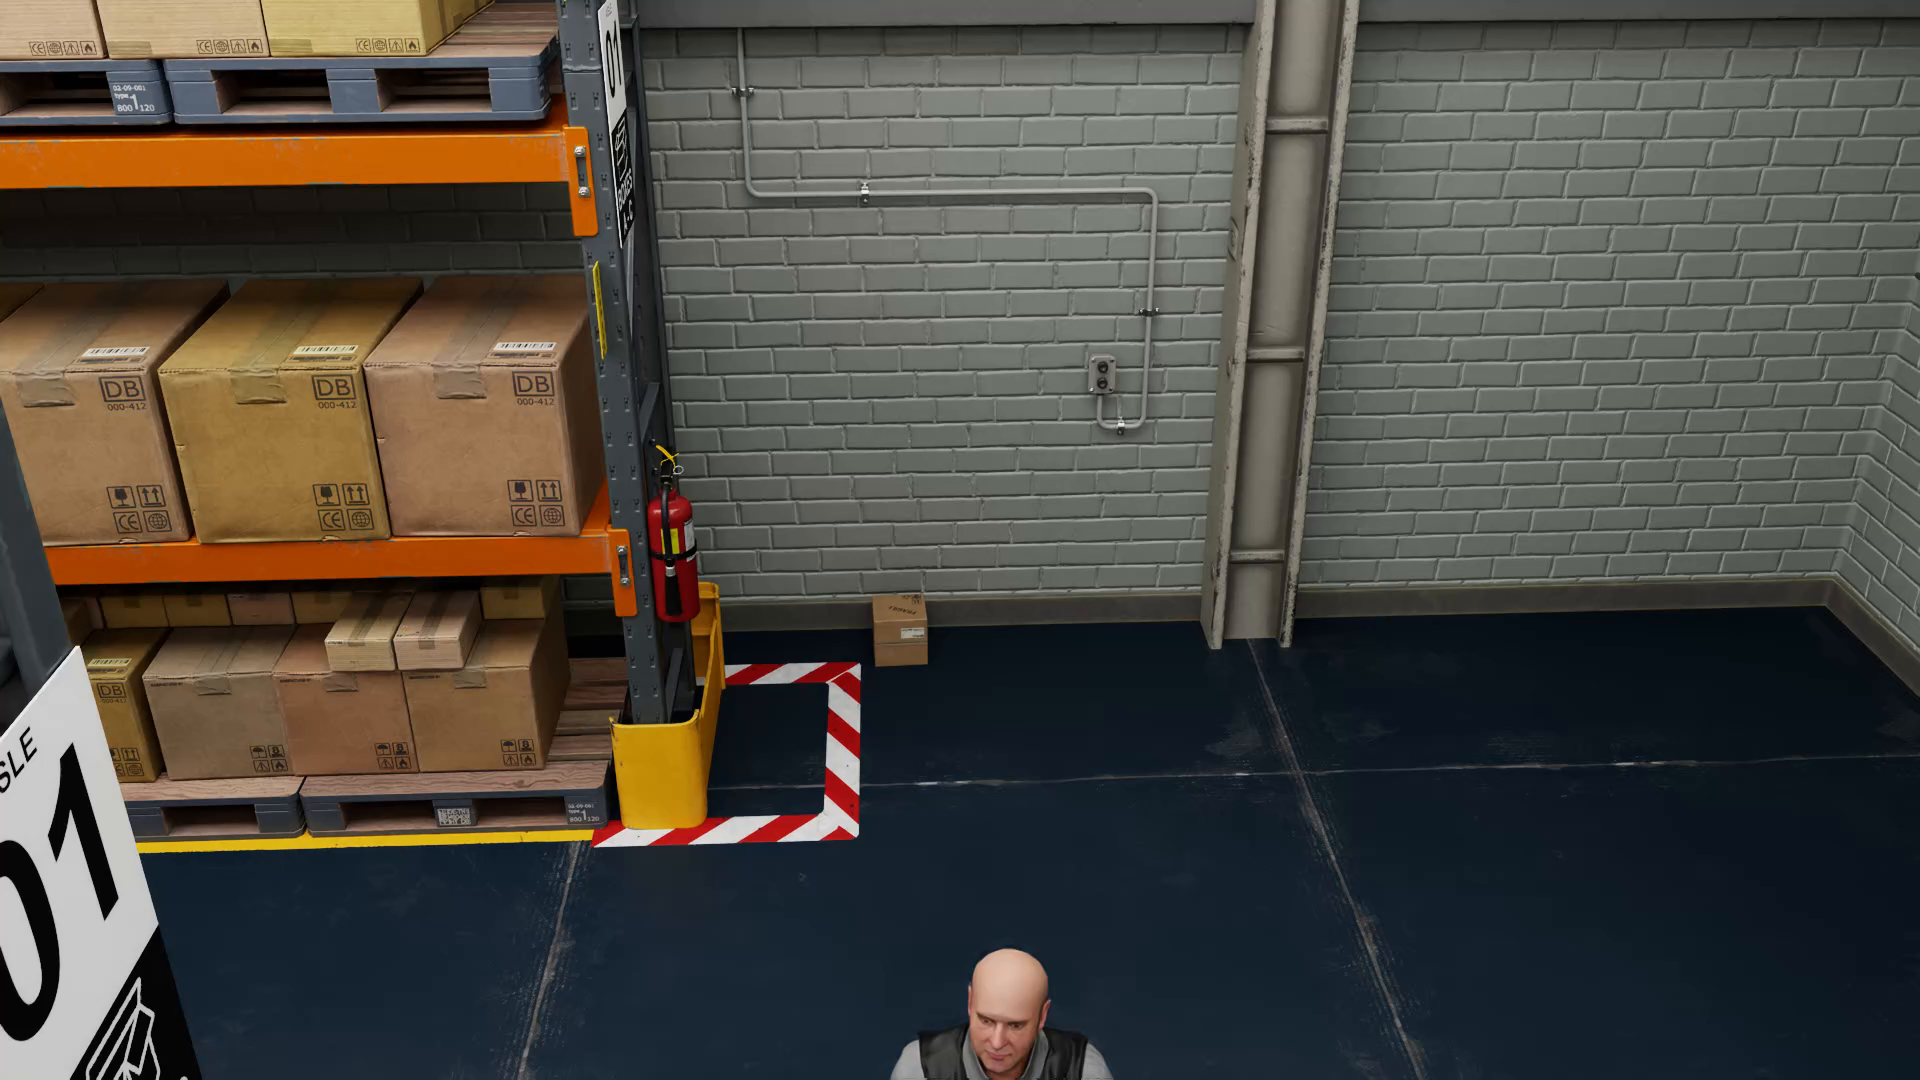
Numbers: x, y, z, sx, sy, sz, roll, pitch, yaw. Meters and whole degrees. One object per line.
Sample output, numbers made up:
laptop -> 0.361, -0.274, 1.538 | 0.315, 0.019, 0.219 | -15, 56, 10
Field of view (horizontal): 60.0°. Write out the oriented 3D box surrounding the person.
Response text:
person -> 0.099, 1.743, 3.880 | 0.537, 1.686, 0.513 | -2, 27, -4
